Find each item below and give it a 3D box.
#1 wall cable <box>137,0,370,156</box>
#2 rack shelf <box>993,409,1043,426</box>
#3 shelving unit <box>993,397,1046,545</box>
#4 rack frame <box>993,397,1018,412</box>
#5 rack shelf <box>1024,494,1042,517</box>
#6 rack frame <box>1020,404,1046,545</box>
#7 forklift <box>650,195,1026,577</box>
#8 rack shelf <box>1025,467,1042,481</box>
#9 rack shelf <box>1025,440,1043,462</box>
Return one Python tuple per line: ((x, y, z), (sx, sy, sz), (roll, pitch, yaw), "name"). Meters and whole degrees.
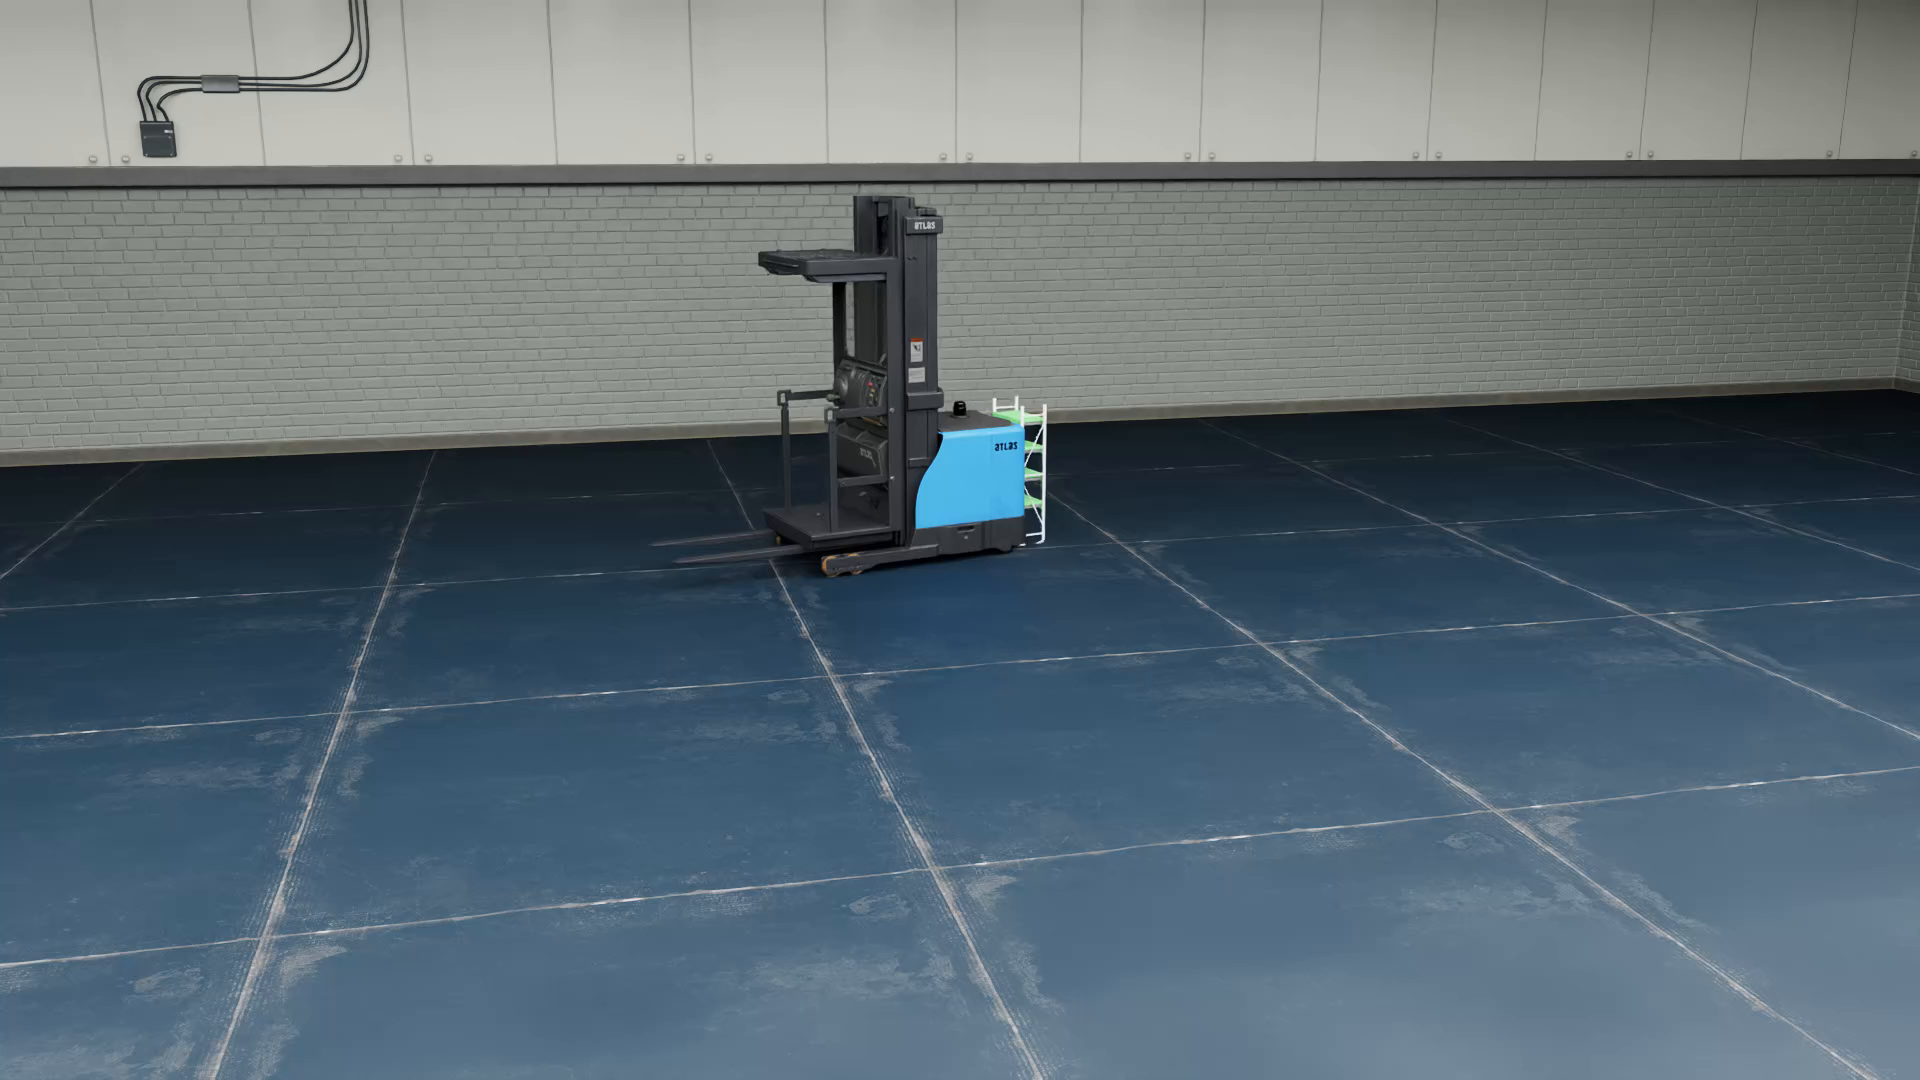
((-7.314, -6.948, 16.738), (2.305, 6.003, 0.169), (-3, 14, -13), "wall cable")
((0.506, -1.006, 14.263), (0.258, 0.148, 0.480), (-7, 15, -27), "rack shelf")
((0.506, -0.602, 14.361), (0.258, 1.200, 0.503), (-7, 15, -27), "shelving unit")
((0.393, -0.653, 14.571), (0.240, 1.200, 0.015), (-7, 15, -27), "rack frame")
((0.505, -0.306, 14.433), (0.258, 0.148, 0.480), (-7, 15, -27), "rack shelf")
((0.619, -0.550, 14.151), (0.240, 1.200, 0.015), (-7, 15, -27), "rack frame")
((-0.993, -1.271, 13.453), (3.031, 2.935, 1.130), (-7, 15, -27), "forklift")
((0.506, -0.540, 14.376), (0.258, 0.148, 0.480), (-7, 15, -27), "rack shelf")
((0.506, -0.773, 14.319), (0.258, 0.148, 0.480), (-7, 15, -27), "rack shelf")
